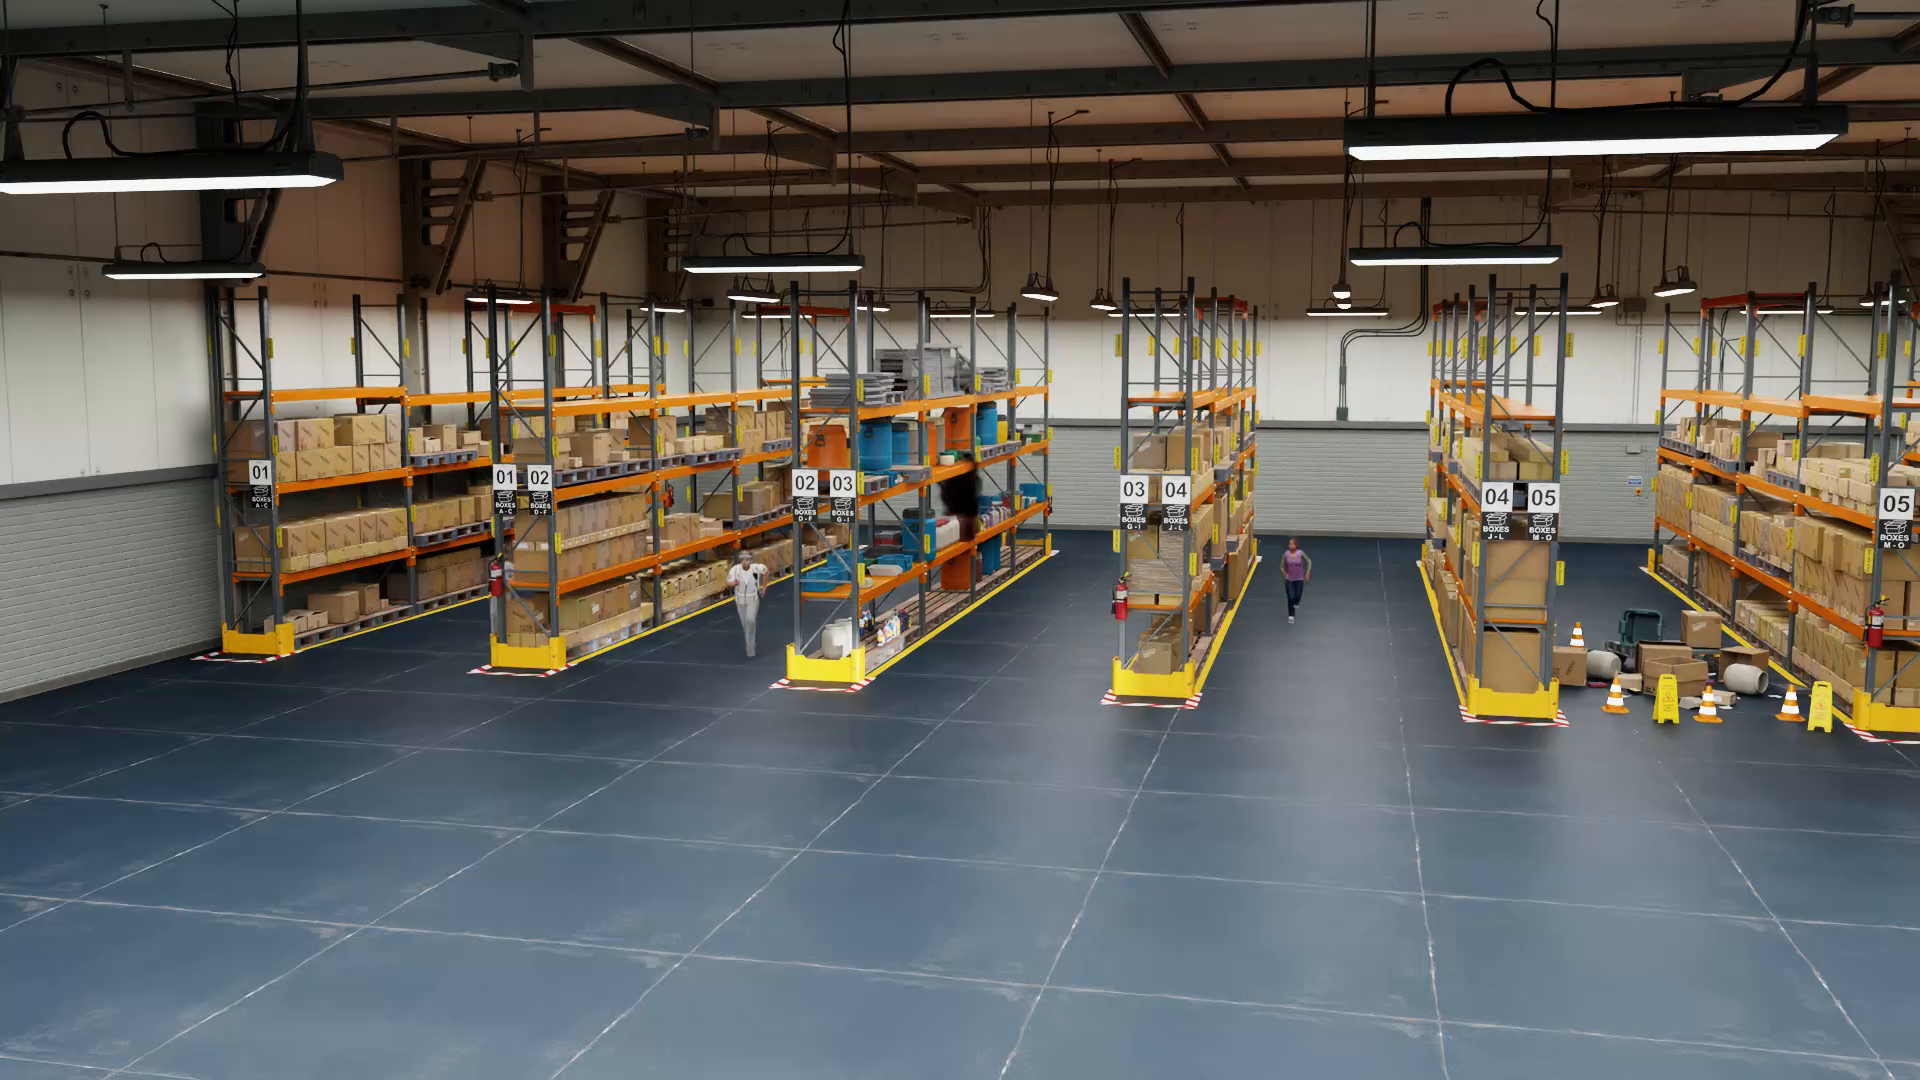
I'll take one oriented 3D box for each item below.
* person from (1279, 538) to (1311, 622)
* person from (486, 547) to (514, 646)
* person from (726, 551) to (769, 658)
[{"bbox_3d":[6.123,0.749,30.433,0.570,1.561,0.597,2,7,14],"label":"person"},{"bbox_3d":[-7.779,0.922,28.215,0.570,1.646,0.958,1,7,7],"label":"person"},{"bbox_3d":[-3.474,1.023,27.284,0.647,1.784,0.961,1,7,6],"label":"person"}]
